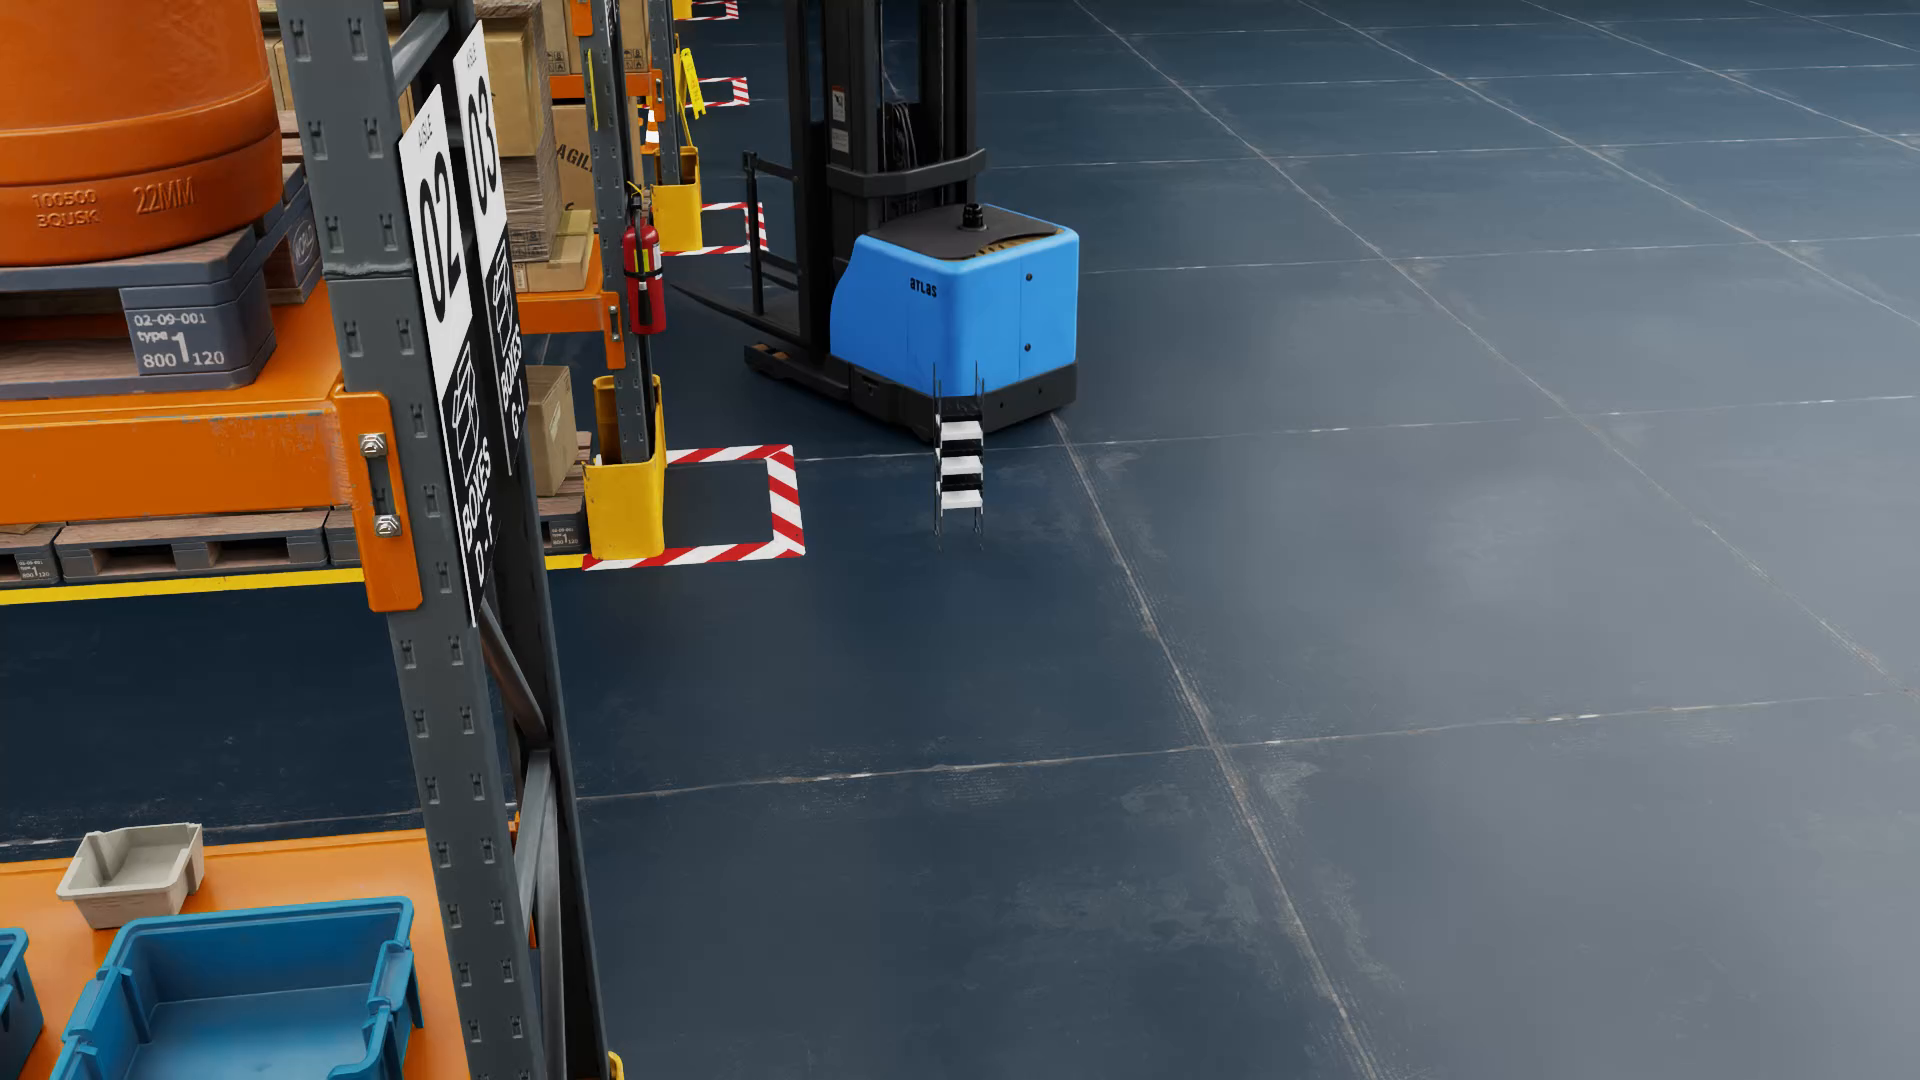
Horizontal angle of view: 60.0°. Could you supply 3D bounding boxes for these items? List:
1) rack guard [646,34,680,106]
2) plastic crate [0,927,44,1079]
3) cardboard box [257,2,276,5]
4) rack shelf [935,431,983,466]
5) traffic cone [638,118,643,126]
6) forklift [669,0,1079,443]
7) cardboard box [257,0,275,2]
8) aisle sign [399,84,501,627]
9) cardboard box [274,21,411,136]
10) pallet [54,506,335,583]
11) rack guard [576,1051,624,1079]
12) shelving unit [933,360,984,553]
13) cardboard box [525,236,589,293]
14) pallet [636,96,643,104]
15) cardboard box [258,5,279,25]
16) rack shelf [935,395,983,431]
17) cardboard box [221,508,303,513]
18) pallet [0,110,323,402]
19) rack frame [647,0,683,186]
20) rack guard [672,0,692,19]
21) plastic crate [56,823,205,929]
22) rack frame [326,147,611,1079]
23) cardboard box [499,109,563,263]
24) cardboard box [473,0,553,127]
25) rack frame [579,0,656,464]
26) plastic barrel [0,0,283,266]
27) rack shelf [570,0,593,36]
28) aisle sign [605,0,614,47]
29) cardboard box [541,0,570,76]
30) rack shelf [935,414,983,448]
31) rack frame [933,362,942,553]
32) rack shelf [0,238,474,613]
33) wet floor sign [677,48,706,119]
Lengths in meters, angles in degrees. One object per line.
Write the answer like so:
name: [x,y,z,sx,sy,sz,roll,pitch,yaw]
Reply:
rack guard: [-3.075,-4.873,17.200,0.348,0.500,1.175,-4,27,-7]
plastic crate: [-2.027,1.001,3.176,0.408,0.251,0.499,-4,27,-7]
cardboard box: [-4.715,-3.626,11.867,0.550,0.550,0.875,-4,27,-7]
rack shelf: [-0.008,-0.450,8.018,0.200,0.077,0.258,-4,27,-7]
traffic cone: [-3.246,-4.251,16.028,0.334,0.463,0.336,-4,27,-7]
forklift: [-0.682,-2.421,9.757,1.130,2.935,3.031,-23,35,-37]
cardboard box: [-4.719,-4.119,11.645,0.550,0.550,0.875,-4,27,-7]
aisle sign: [-0.817,-0.298,2.697,0.004,0.787,0.394,-4,27,-7]
cardboard box: [-2.624,-1.951,7.235,0.500,0.500,0.500,-4,27,-7]
pallet: [-3.710,-0.153,8.317,1.213,0.211,1.003,-4,27,-7]
rack guard: [-0.998,1.867,4.063,0.348,0.500,1.175,-4,27,-7]
shelving unit: [-0.008,-0.400,8.044,0.210,0.900,0.258,-4,27,-7]
cardboard box: [-1.873,-1.287,7.748,0.250,0.149,0.380,-4,27,-7]
pallet: [-3.885,-4.709,17.196,1.213,0.211,1.003,-4,27,-7]
cardboard box: [-3.193,-2.159,7.641,0.500,0.500,0.500,-4,27,-7]
rack shelf: [-0.008,-0.610,7.936,0.200,0.077,0.258,-4,27,-7]
cardboard box: [-3.450,-0.468,8.154,0.500,0.500,0.500,-1,27,-2]
pallet: [-1.762,-0.513,2.886,1.213,0.211,1.003,-4,27,-7]
rack frame: [-2.210,-3.759,12.290,0.127,3.000,1.000,-4,27,-7]
rack guard: [-3.672,-7.123,21.585,0.348,0.500,1.175,-4,27,-7]
plastic crate: [-1.860,0.758,3.776,0.250,0.136,0.298,-4,27,-7]
rack frame: [-0.929,0.729,3.544,0.127,3.000,1.000,-4,27,-7]
cardboard box: [-2.168,-1.664,7.773,0.500,0.500,0.875,-4,27,-7]
cardboard box: [-2.202,-2.220,7.760,0.500,0.500,0.500,-4,27,-7]
rack frame: [-1.619,-1.510,7.907,0.127,3.000,1.000,-4,27,-7]
plastic barrel: [-1.393,-0.895,2.493,0.708,0.830,0.600,-4,27,-7]
rack shelf: [-3.600,-2.397,7.139,4.000,0.370,1.077,-4,27,-7]
aisle sign: [-1.516,-2.535,7.057,0.004,0.787,0.394,-4,27,-7]
cardboard box: [-3.113,-3.737,12.082,0.550,0.550,0.875,-4,27,-7]
rack shelf: [-0.008,-0.530,7.977,0.200,0.077,0.258,-4,27,-7]
rack frame: [-0.109,-0.393,8.031,0.006,0.900,0.240,-4,27,-7]
rack shelf: [-2.910,-0.158,2.775,4.000,0.370,1.077,-4,27,-7]
wet floor sign: [-2.663,-4.471,16.257,0.232,0.644,0.267,6,28,11]
